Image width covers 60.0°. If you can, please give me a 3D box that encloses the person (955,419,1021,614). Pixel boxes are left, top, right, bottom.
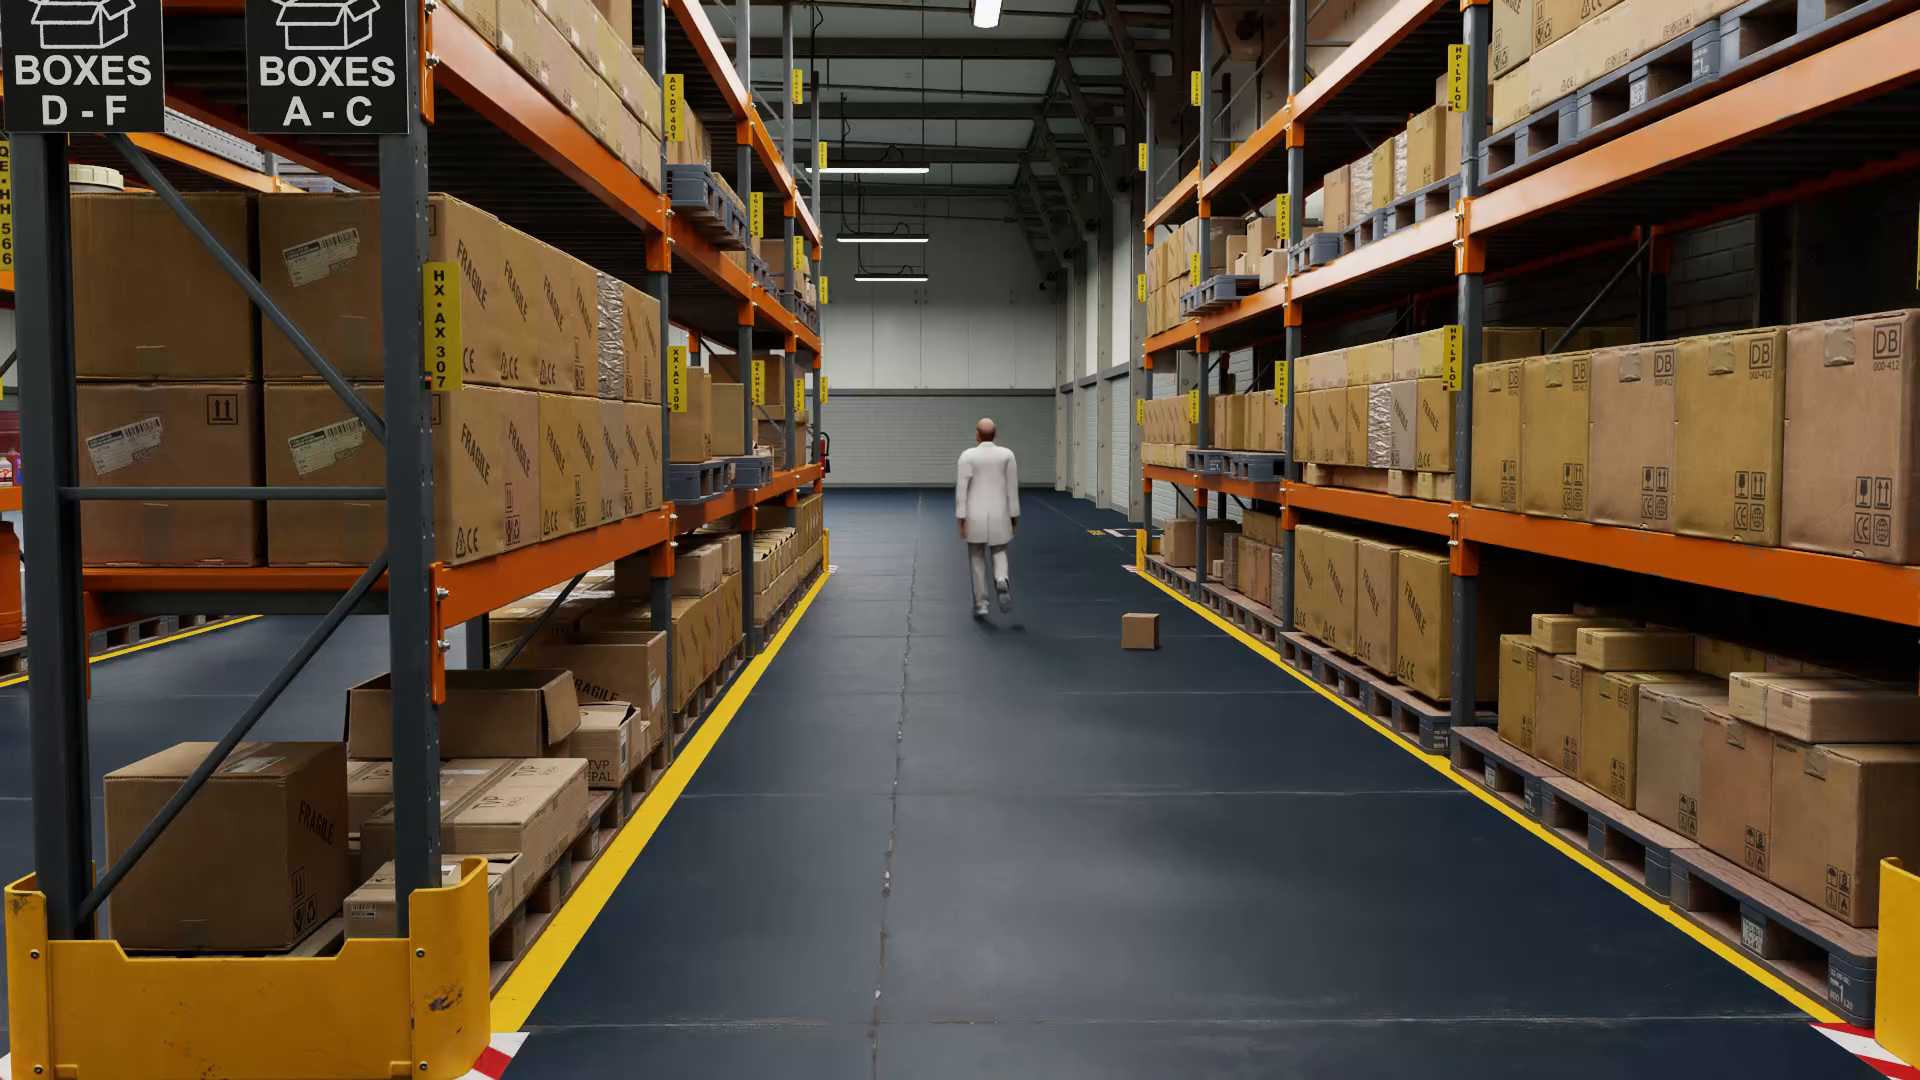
[{"bbox_3d":[0.251,-0.209,15.014,0.601,1.770,0.597,-1,4,-10],"label":"person"}]
